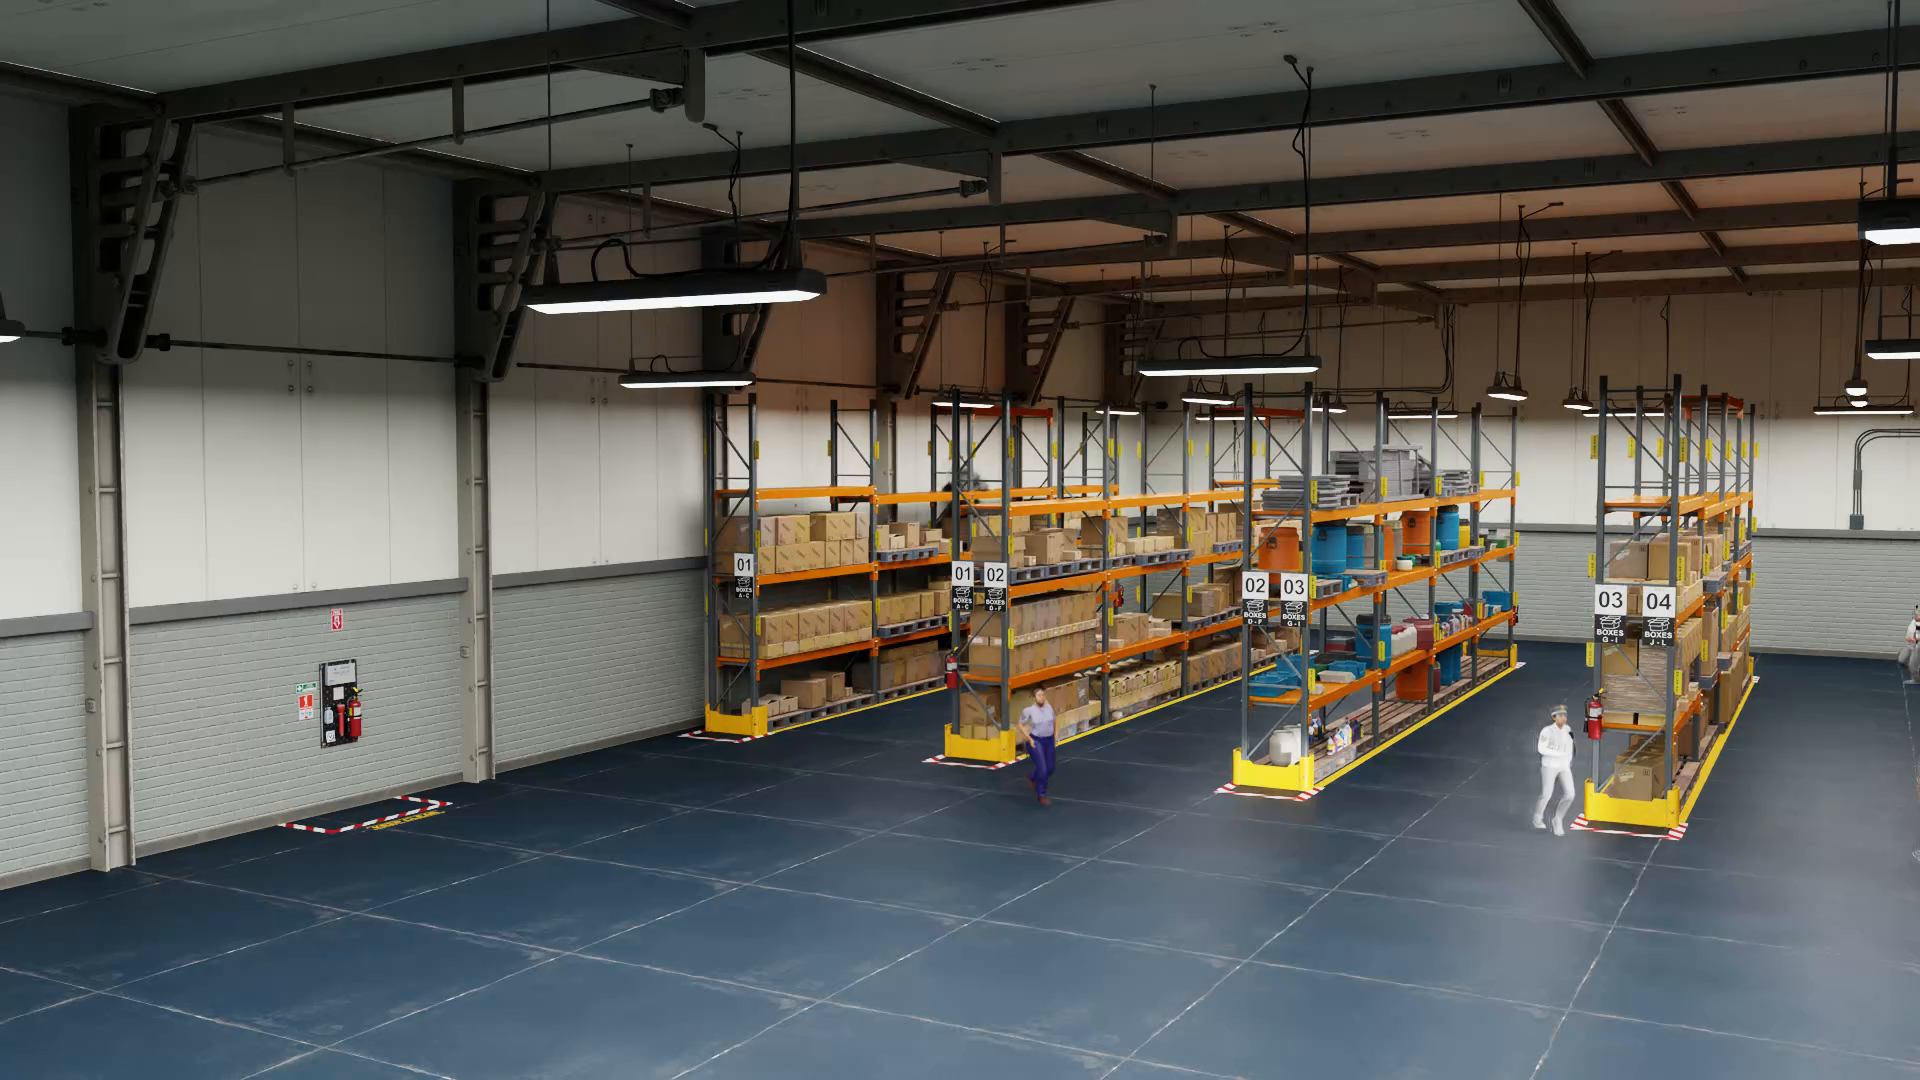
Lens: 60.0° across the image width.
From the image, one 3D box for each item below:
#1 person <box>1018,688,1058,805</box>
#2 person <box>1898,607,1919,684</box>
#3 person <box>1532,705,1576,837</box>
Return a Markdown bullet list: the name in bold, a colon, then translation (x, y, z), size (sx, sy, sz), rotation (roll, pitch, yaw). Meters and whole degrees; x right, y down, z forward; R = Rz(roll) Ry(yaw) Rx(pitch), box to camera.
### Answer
- **person**: translation (1.127, 2.924, 23.737), size (0.602, 1.634, 0.668), rotation (-2, 3, -28)
- **person**: translation (20.296, 2.252, 35.323), size (0.561, 1.675, 0.774), rotation (0, 3, -5)
- **person**: translation (7.786, 3.001, 21.672), size (0.619, 1.744, 0.703), rotation (-1, 3, -13)
